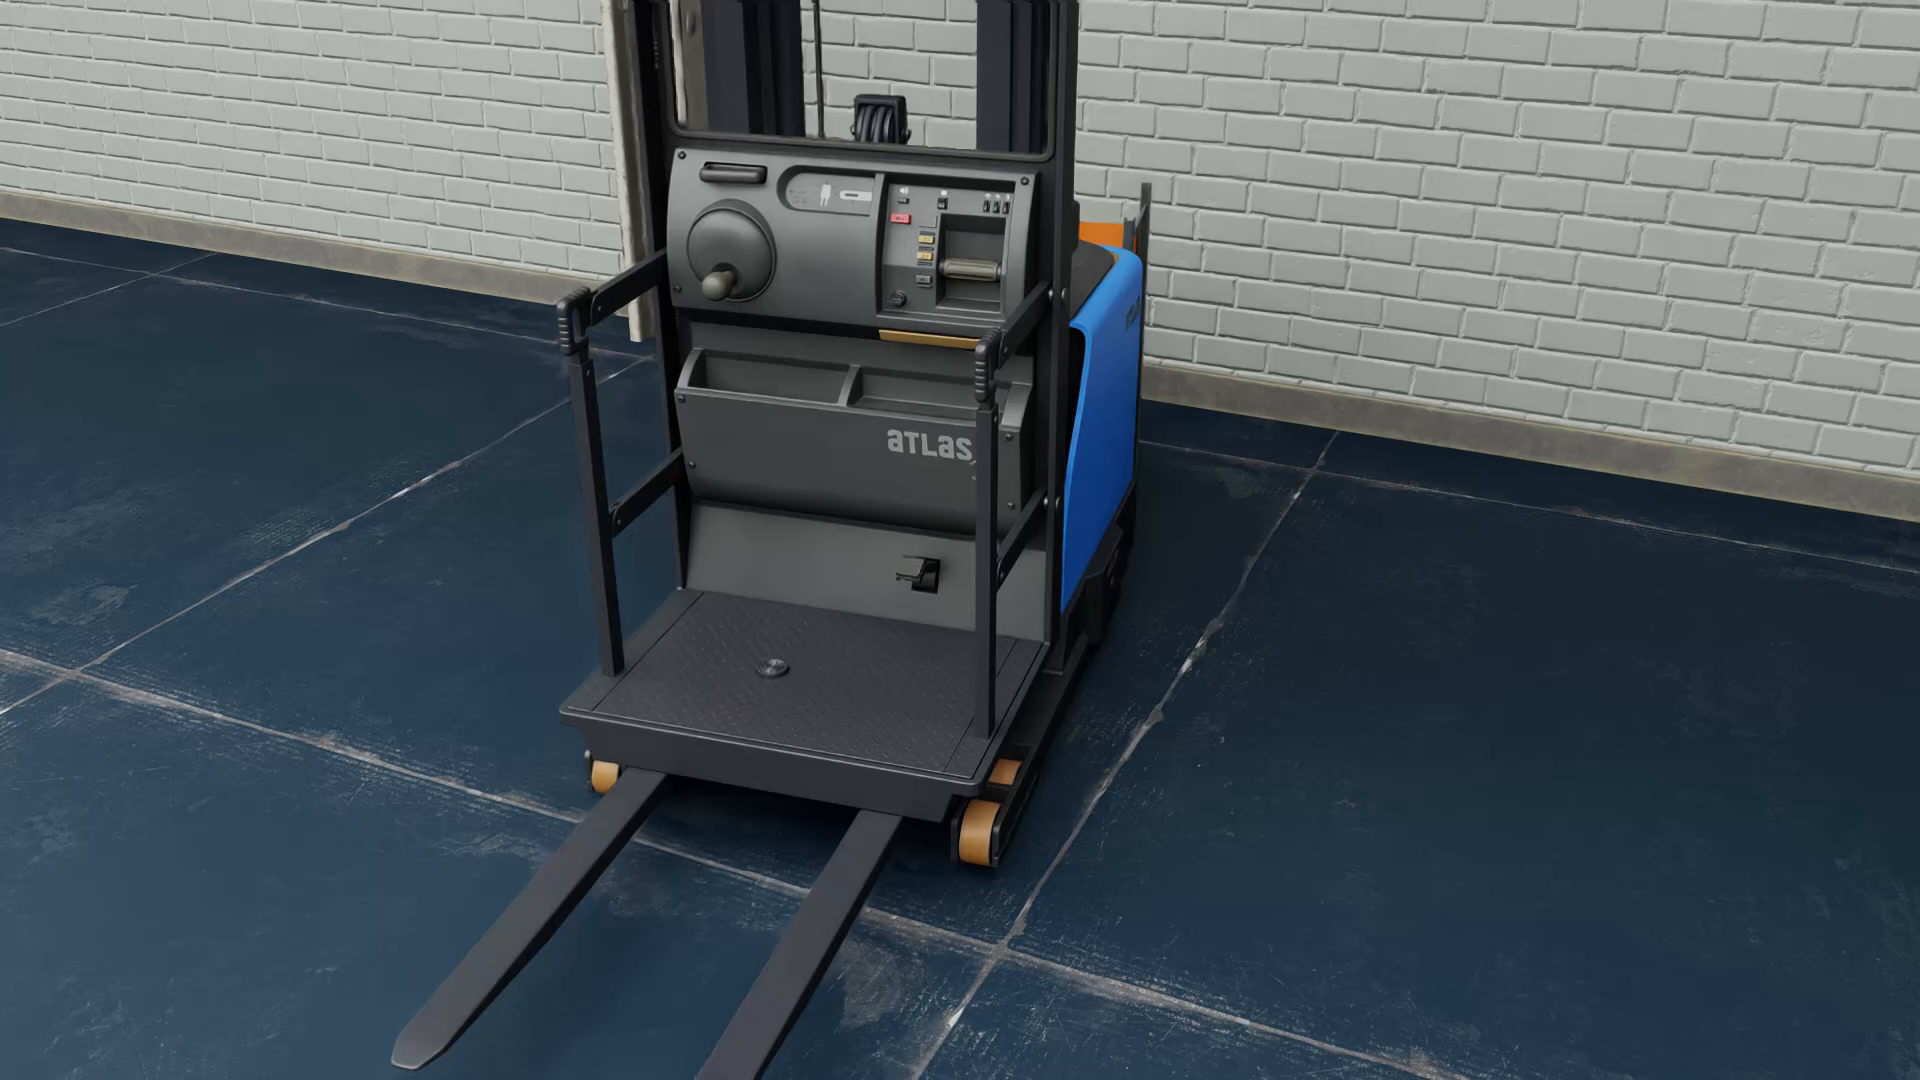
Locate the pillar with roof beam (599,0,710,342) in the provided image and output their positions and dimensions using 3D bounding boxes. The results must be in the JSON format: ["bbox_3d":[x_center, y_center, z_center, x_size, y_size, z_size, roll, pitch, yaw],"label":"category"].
[{"bbox_3d":[-3.048,-3.245,2.153,0.400,9.000,9.100,11,28,22],"label":"pillar with roof beam"}]

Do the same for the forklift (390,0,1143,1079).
[{"bbox_3d":[-0.337,-0.704,3.862,1.130,2.935,3.031,8,27,15],"label":"forklift"}]

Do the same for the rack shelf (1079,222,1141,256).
[{"bbox_3d":[0.090,-0.922,5.686,1.000,0.278,0.538,6,27,11],"label":"rack shelf"}]

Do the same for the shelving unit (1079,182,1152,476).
[{"bbox_3d":[0.090,-0.659,5.816,1.048,1.125,0.538,6,27,11],"label":"shelving unit"}]

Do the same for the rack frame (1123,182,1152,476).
[{"bbox_3d":[0.586,-0.611,5.717,0.032,1.125,0.500,6,27,11],"label":"rack frame"}]
